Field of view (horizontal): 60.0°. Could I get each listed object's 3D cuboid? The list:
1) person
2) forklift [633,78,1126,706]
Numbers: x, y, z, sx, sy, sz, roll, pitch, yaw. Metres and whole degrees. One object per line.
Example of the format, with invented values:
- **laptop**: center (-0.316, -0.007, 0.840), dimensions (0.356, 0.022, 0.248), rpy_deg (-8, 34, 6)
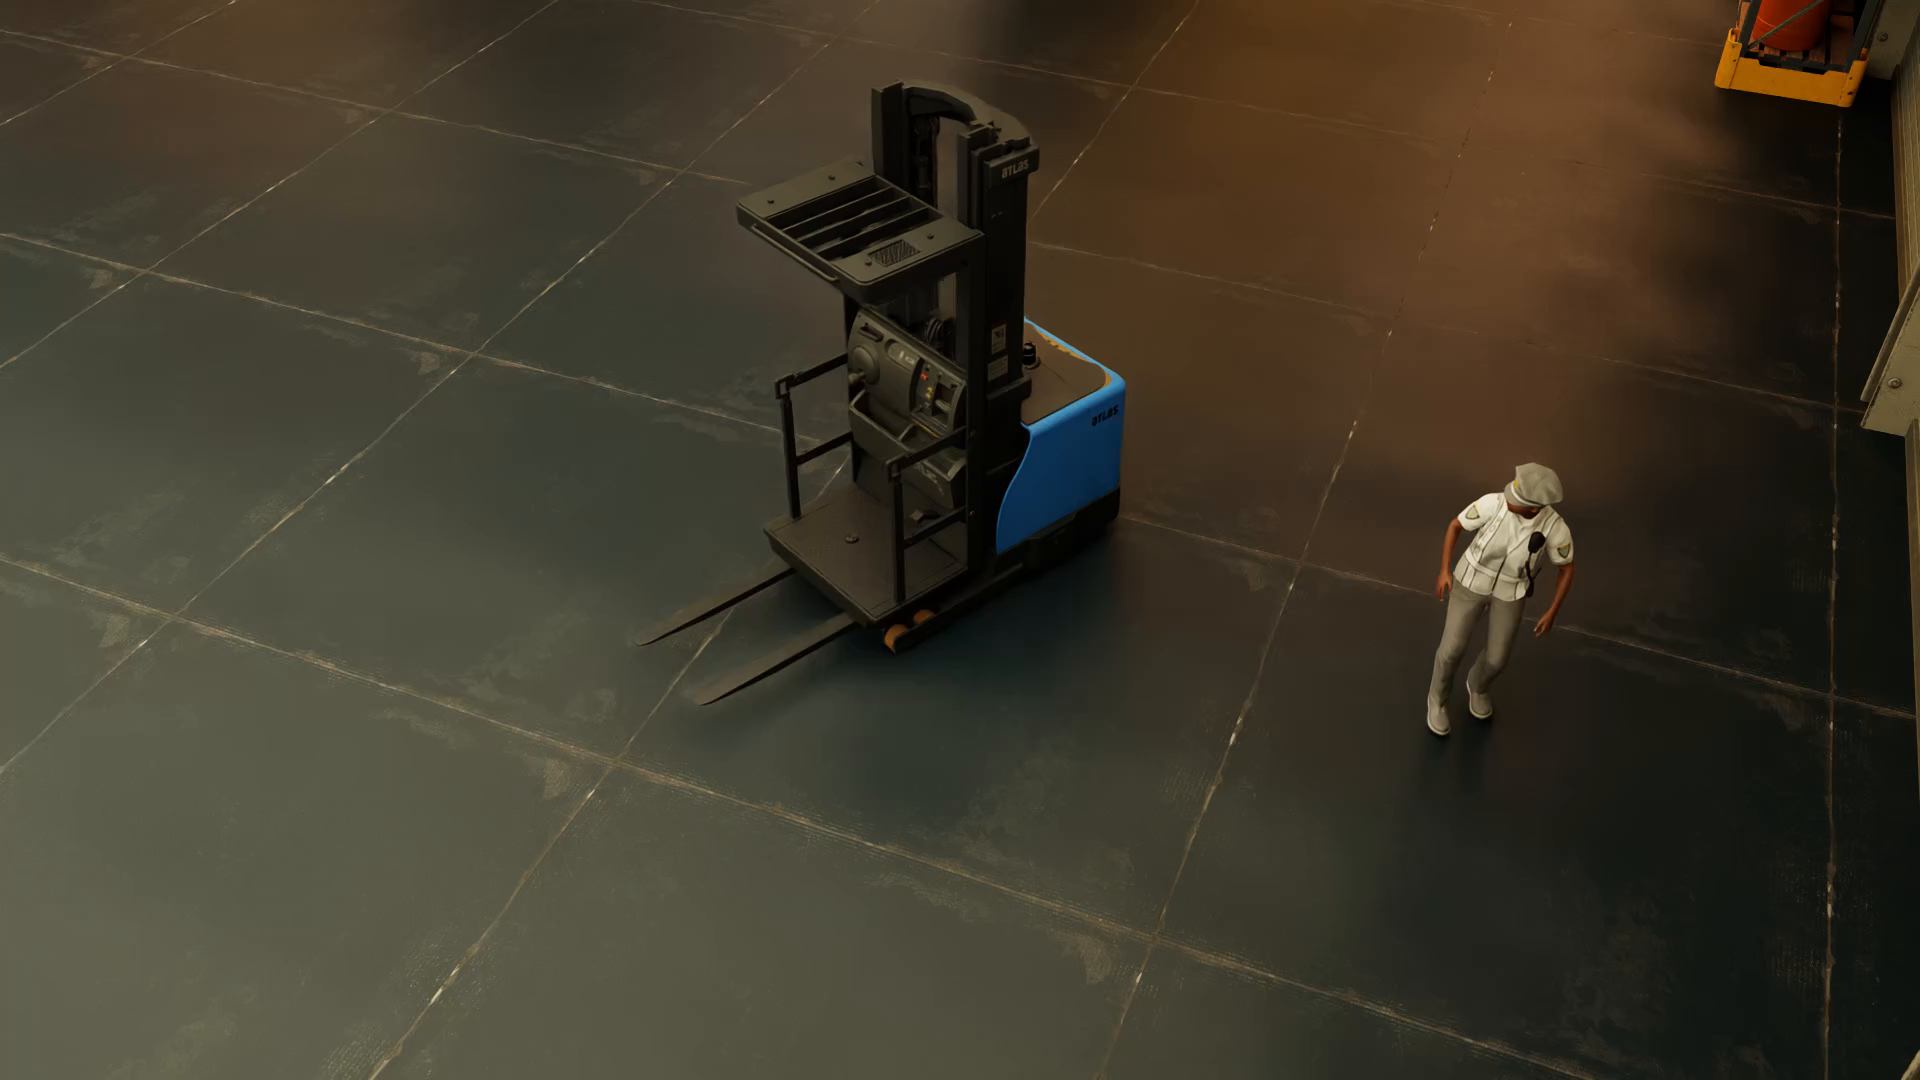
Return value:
- **person**: center (2.773, 0.303, 8.593), dimensions (0.624, 1.646, 0.487), rpy_deg (11, 41, 12)
- **forklift**: center (-0.459, -0.862, 9.036), dimensions (3.031, 2.935, 1.130), rpy_deg (-29, 48, -30)
